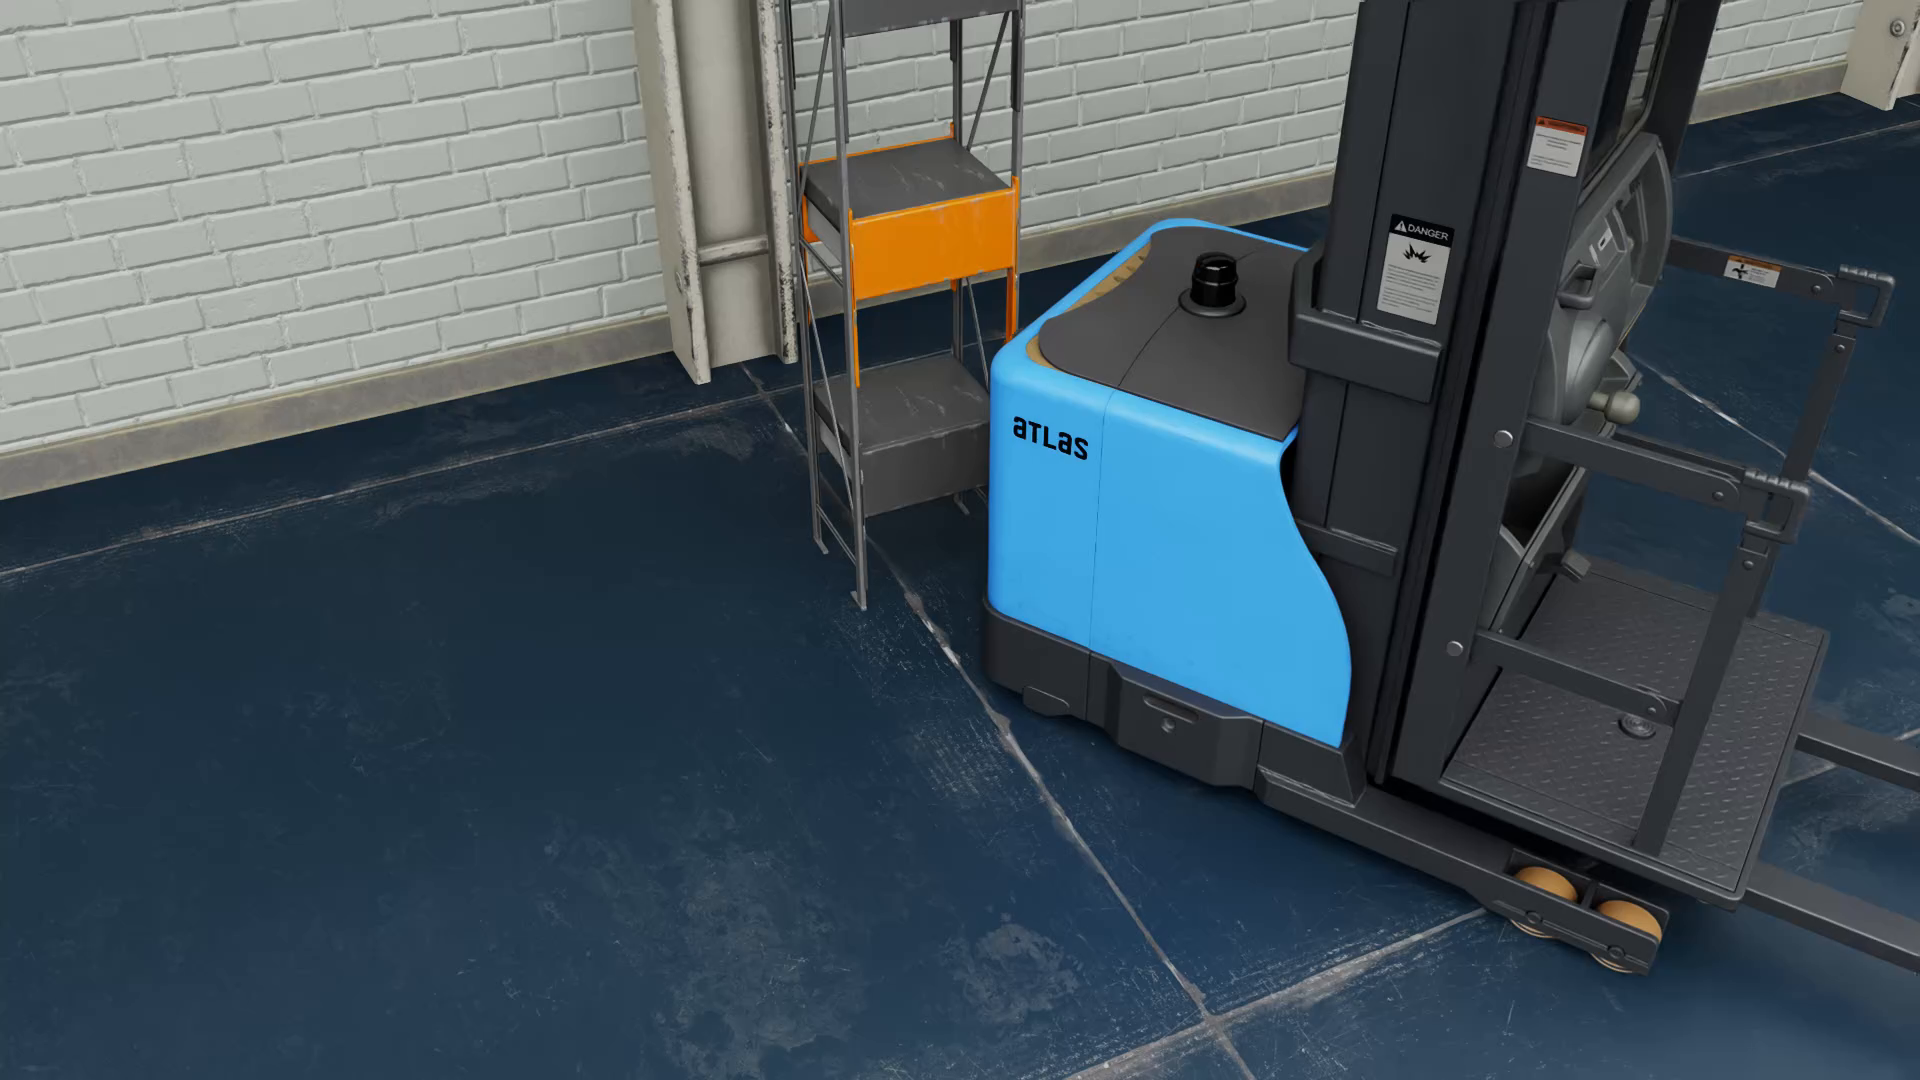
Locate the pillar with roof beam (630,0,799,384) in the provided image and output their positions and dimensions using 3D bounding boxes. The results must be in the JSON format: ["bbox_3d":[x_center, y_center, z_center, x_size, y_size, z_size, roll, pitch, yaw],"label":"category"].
[{"bbox_3d":[0.991,-1.986,0.374,0.400,9.000,9.100,-16,39,-20],"label":"pillar with roof beam"}]

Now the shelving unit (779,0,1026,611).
[{"bbox_3d":[-0.150,-0.801,4.568,0.503,2.100,0.431,-16,39,-20],"label":"shelving unit"}]

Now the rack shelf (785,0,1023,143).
[{"bbox_3d":[-0.150,-1.353,4.159,0.480,0.518,0.431,-16,39,-20],"label":"rack shelf"}]

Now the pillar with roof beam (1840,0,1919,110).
[{"bbox_3d":[6.423,-3.505,2.422,0.400,9.000,9.100,-16,39,-20],"label":"pillar with roof beam"}]

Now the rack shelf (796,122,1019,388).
[{"bbox_3d":[-0.150,-0.790,4.576,0.480,0.518,0.431,-16,39,-20],"label":"rack shelf"}]

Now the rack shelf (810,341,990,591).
[{"bbox_3d":[-0.150,-0.228,4.993,0.480,0.518,0.431,-16,39,-20],"label":"rack shelf"}]

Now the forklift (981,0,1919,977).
[{"bbox_3d":[1.578,-0.531,3.506,3.031,2.935,1.130,21,41,26],"label":"forklift"}]

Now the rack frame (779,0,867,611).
[{"bbox_3d":[-0.371,-0.740,4.485,0.015,2.100,0.400,-16,39,-20],"label":"rack frame"}]

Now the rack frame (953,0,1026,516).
[{"bbox_3d":[0.071,-0.863,4.651,0.015,2.100,0.400,-16,39,-20],"label":"rack frame"}]
